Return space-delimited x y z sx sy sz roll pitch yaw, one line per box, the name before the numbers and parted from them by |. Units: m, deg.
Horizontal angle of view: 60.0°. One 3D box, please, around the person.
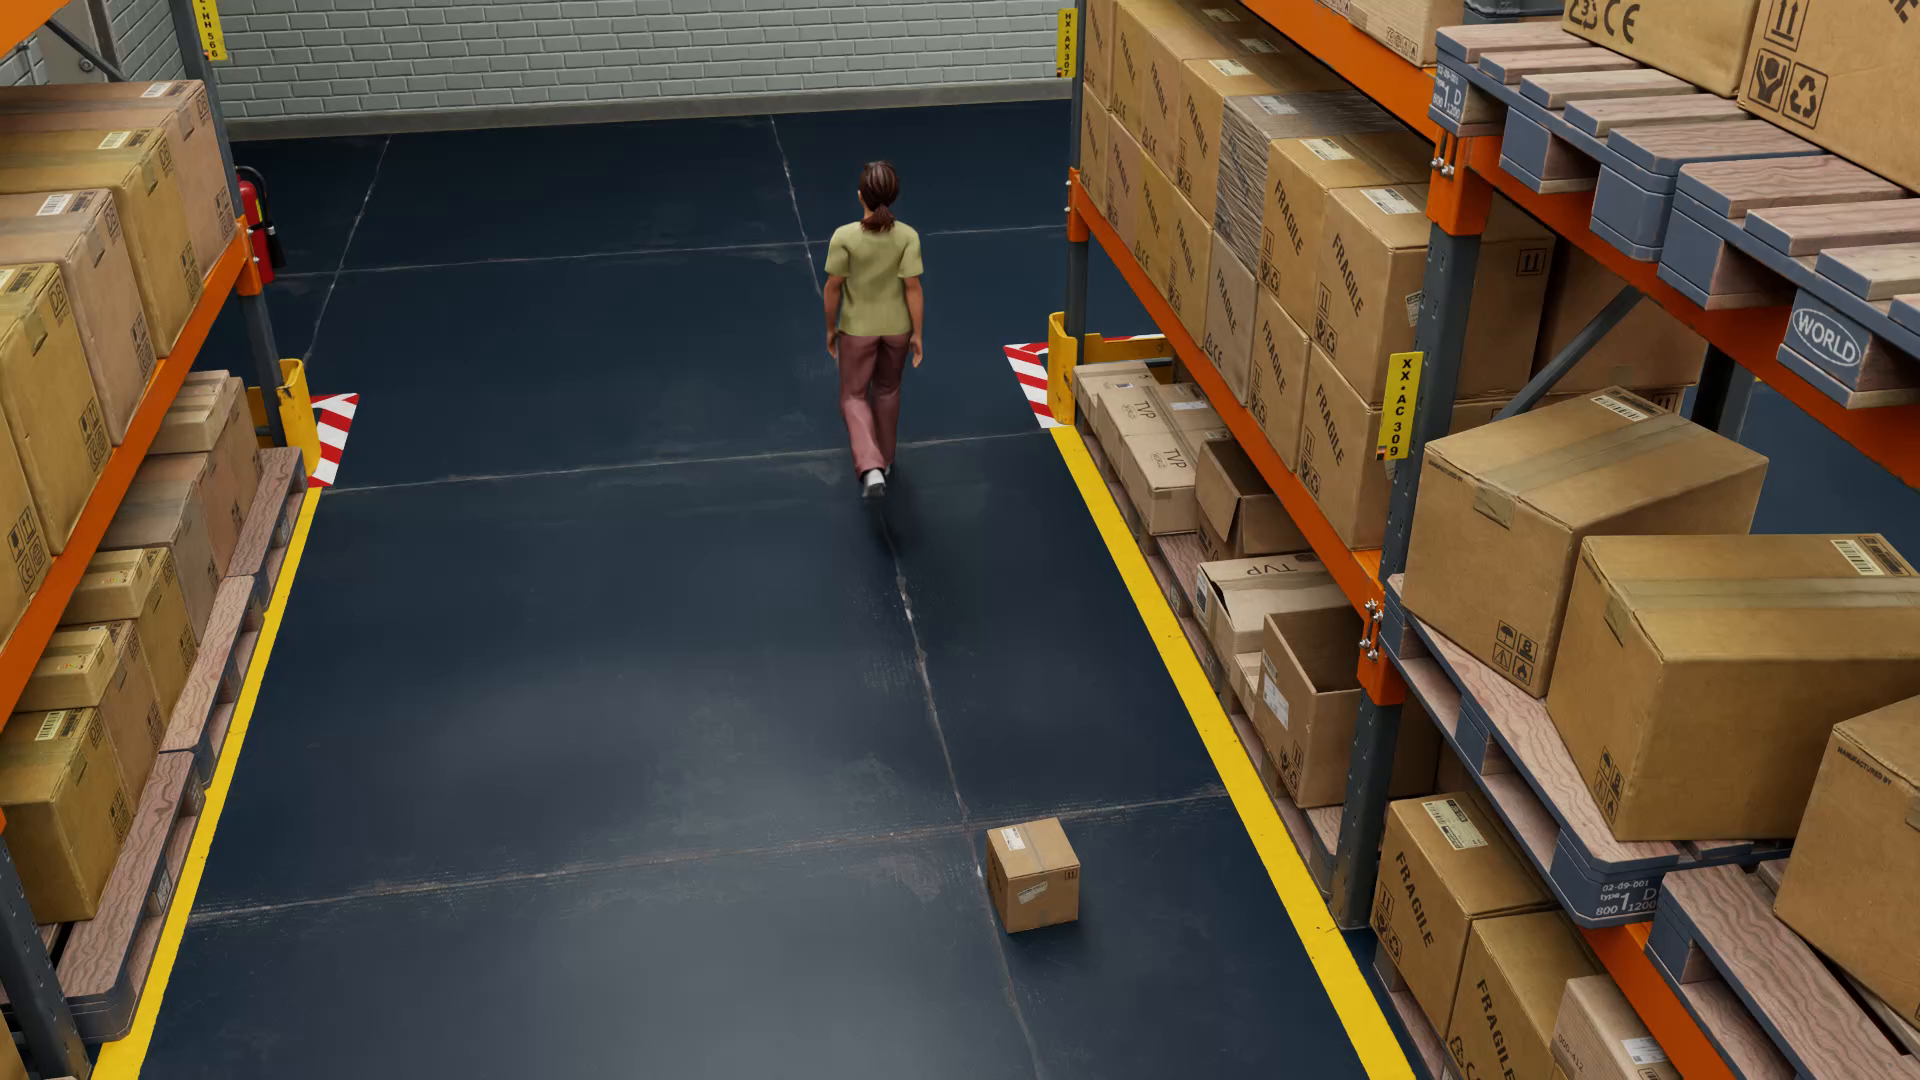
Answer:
person | -0.397 -0.955 7.723 0.453 1.638 0.838 -5 31 -8
